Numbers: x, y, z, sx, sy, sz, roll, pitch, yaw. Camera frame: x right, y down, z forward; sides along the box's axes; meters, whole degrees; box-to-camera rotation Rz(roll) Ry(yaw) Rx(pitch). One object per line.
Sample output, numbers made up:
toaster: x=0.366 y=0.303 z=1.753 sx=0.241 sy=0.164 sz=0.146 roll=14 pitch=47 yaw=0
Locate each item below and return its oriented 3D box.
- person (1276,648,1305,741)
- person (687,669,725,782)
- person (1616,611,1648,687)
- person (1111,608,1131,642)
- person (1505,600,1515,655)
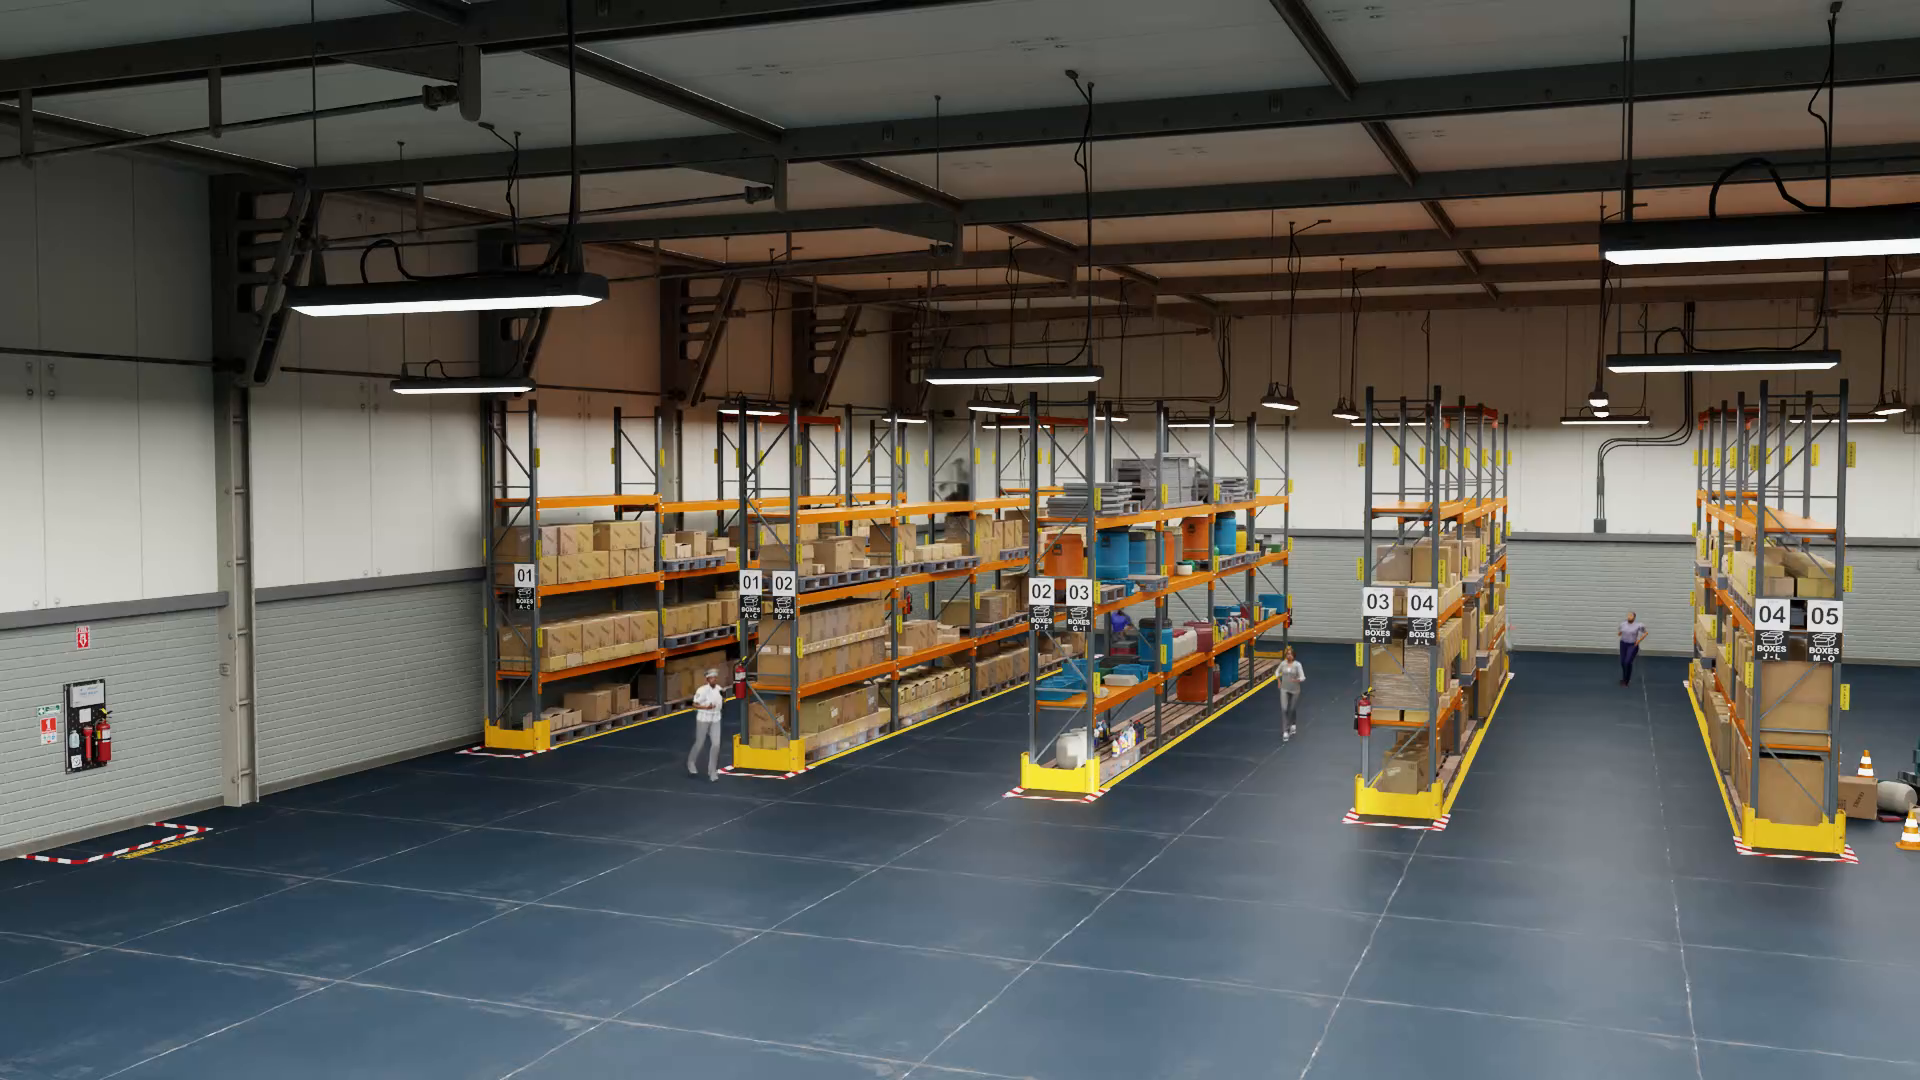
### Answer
person: x=5.877 y=2.725 z=29.630 sx=0.538 sy=1.611 sz=0.789 roll=1 pitch=3 yaw=16
person: x=-3.942 y=2.873 z=26.087 sx=0.588 sy=1.726 sz=0.829 roll=-2 pitch=3 yaw=-33
person: x=14.707 y=2.412 z=36.490 sx=0.718 sy=1.695 sz=0.603 roll=-3 pitch=4 yaw=-43
person: x=3.709 y=2.288 z=38.861 sx=0.582 sy=1.615 sz=0.557 roll=1 pitch=3 yaw=13
person: x=12.700 y=2.203 z=39.036 sx=0.606 sy=1.738 sz=0.666 roll=2 pitch=4 yaw=38
